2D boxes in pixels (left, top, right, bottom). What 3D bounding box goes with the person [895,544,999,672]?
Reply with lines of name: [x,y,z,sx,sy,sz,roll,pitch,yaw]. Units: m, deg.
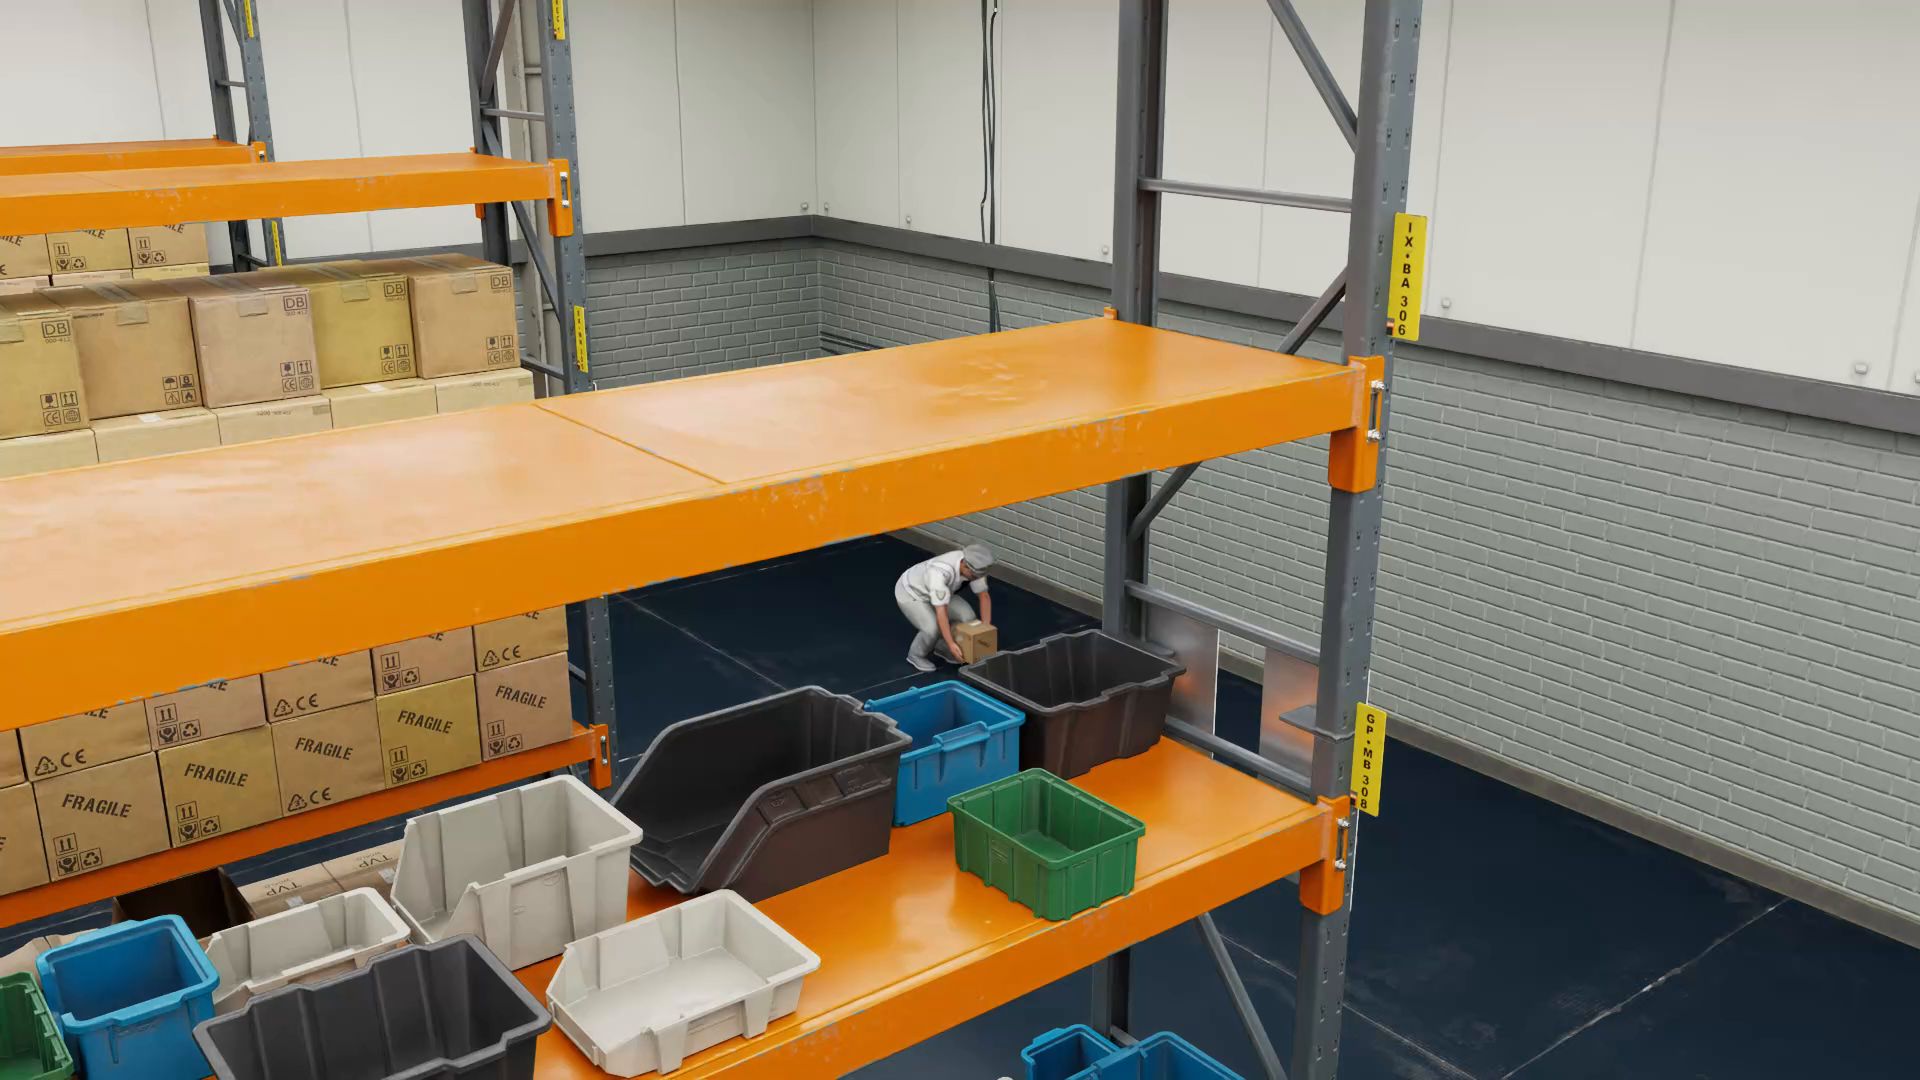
person: [-0.099,0.500,13.207,0.573,1.082,0.917,-13,22,-36]
